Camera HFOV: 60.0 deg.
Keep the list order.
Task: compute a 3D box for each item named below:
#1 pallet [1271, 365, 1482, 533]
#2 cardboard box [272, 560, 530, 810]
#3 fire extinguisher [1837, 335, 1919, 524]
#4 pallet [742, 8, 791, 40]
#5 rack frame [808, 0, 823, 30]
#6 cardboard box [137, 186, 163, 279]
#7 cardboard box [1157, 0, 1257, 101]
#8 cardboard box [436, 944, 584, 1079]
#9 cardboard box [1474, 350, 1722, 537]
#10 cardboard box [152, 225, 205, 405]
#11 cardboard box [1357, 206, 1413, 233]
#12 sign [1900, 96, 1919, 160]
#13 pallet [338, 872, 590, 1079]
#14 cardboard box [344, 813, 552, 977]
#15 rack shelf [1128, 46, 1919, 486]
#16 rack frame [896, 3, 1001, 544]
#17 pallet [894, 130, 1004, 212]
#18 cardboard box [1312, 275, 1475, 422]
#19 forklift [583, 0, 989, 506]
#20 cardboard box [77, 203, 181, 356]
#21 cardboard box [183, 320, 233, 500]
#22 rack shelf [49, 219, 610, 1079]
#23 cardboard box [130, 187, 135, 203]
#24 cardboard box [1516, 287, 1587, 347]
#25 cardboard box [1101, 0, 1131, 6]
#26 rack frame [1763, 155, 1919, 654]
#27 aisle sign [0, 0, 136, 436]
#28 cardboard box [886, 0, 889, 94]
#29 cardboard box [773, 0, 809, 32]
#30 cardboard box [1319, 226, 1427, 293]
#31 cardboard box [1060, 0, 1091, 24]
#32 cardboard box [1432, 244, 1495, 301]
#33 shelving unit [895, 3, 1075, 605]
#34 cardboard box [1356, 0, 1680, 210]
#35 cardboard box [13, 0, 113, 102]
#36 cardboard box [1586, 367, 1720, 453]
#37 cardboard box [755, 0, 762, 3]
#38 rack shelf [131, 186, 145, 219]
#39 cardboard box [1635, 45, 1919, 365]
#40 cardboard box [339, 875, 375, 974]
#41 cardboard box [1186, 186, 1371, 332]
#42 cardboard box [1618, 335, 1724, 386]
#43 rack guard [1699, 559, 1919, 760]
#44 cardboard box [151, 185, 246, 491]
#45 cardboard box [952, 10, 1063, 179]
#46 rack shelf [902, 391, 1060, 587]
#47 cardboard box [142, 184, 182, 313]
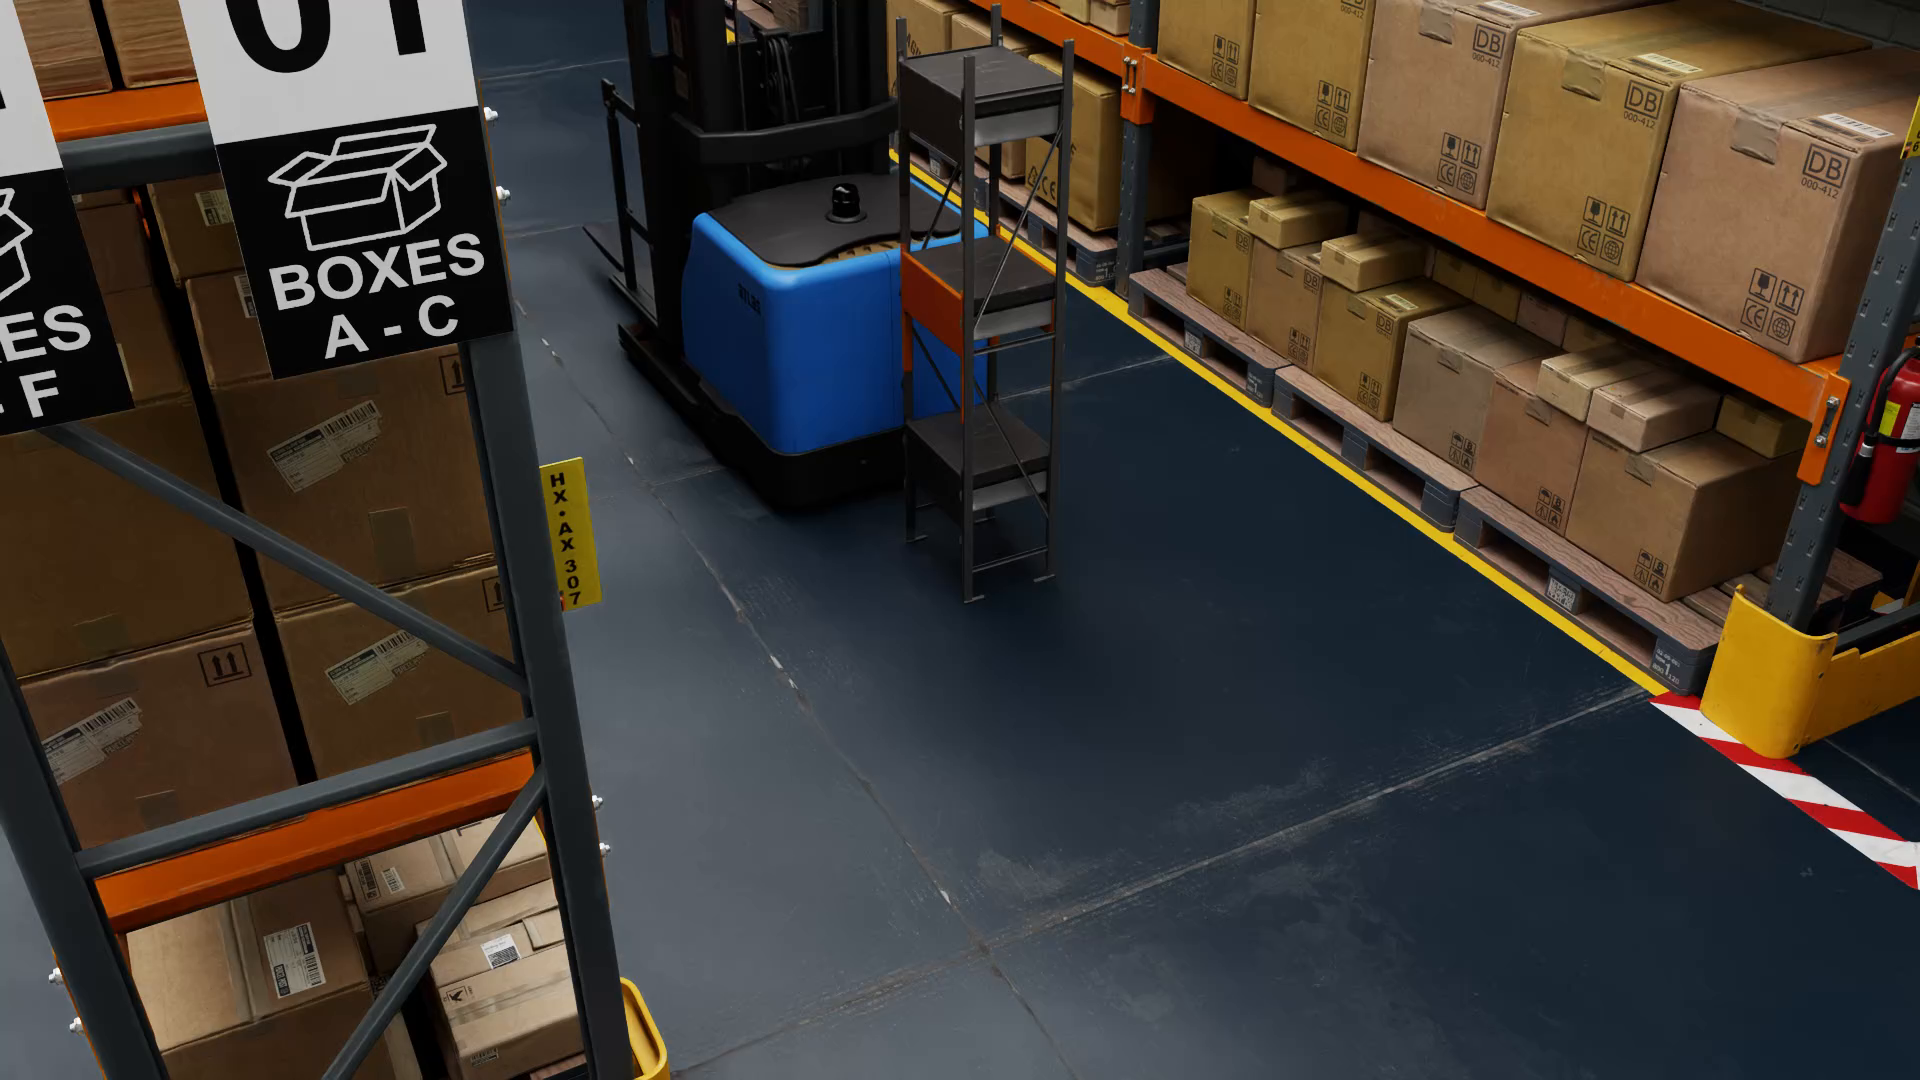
[{"bbox_3d":[2.143,-0.521,7.368,1.003,0.211,1.213,-16,36,-23],"label":"pallet"},{"bbox_3d":[-1.204,0.176,3.603,0.500,0.500,0.500,-15,36,-22],"label":"cardboard box"},{"bbox_3d":[2.812,-0.374,4.971,0.296,0.674,0.183,-16,36,-23],"label":"fire extinguisher"},{"bbox_3d":[-0.943,-3.769,12.437,1.003,0.211,1.213,-16,36,-23],"label":"pallet"},{"bbox_3d":[-0.580,-4.570,11.102,1.000,3.000,0.127,-16,36,-23],"label":"rack frame"},{"bbox_3d":[-2.635,-1.281,5.877,0.500,0.500,0.500,-15,36,-22],"label":"cardboard box"},{"bbox_3d":[1.524,-2.524,7.631,0.980,0.700,0.700,-15,36,-22],"label":"cardboard box"},{"bbox_3d":[-1.121,1.225,4.293,0.380,0.149,0.250,-16,36,-23],"label":"cardboard box"},{"bbox_3d":[2.502,-0.424,6.559,0.700,0.500,0.500,-16,36,-23],"label":"cardboard box"},{"bbox_3d":[-2.152,-0.791,5.111,0.500,0.500,0.500,-15,36,-22],"label":"cardboard box"},{"bbox_3d":[2.022,-1.418,7.510,0.380,0.149,0.250,-17,36,-25],"label":"cardboard box"},{"bbox_3d":[2.664,-1.209,4.564,0.100,0.325,0.005,-16,36,-23],"label":"sign"},{"bbox_3d":[-1.638,1.254,4.598,1.003,0.211,1.213,-16,36,-23],"label":"pallet"},{"bbox_3d":[-1.466,0.899,4.707,0.500,0.250,0.500,-16,36,-23],"label":"cardboard box"},{"bbox_3d":[2.218,-1.404,6.827,1.077,0.370,4.000,-16,36,-23],"label":"rack shelf"},{"bbox_3d":[-0.037,-0.922,6.242,0.400,2.100,0.015,-16,36,-23],"label":"rack frame"},{"bbox_3d":[0.286,-2.419,10.330,1.003,0.211,1.213,-16,36,-23],"label":"pallet"},{"bbox_3d":[2.012,-0.916,7.328,0.700,0.500,0.500,-15,36,-22],"label":"cardboard box"},{"bbox_3d":[-1.010,-2.143,7.378,1.130,2.935,3.031,-17,36,-24],"label":"forklift"},{"bbox_3d":[-1.917,-0.351,3.498,0.500,0.500,0.500,-15,36,-22],"label":"cardboard box"},{"bbox_3d":[-1.681,-0.310,4.360,0.500,0.500,0.500,-16,36,-23],"label":"cardboard box"},{"bbox_3d":[-2.163,-0.156,4.879,1.077,0.370,4.000,-16,36,-23],"label":"rack shelf"},{"bbox_3d":[-2.857,-0.900,5.281,0.500,0.500,0.500,-15,36,-22],"label":"cardboard box"},{"bbox_3d":[2.498,-0.931,6.750,0.380,0.149,0.250,-15,36,-22],"label":"cardboard box"},{"bbox_3d":[0.847,-2.994,8.255,0.500,0.500,0.500,-16,36,-24],"label":"cardboard box"},{"bbox_3d":[3.150,-0.752,5.143,1.000,3.000,0.127,-16,36,-23],"label":"rack frame"},{"bbox_3d":[-1.469,-0.489,2.323,0.394,0.787,0.004,-16,36,-23],"label":"aisle sign"},{"bbox_3d":[-0.353,-3.458,10.970,0.750,0.750,0.750,-16,36,-24],"label":"cardboard box"},{"bbox_3d":[-0.961,-4.033,12.174,0.700,0.500,0.500,-15,36,-22],"label":"cardboard box"},{"bbox_3d":[1.785,-1.217,7.196,0.380,0.149,0.250,-17,36,-24],"label":"cardboard box"},{"bbox_3d":[0.739,-2.768,8.504,0.380,0.149,0.250,-15,36,-22],"label":"cardboard box"},{"bbox_3d":[2.260,-1.174,7.129,0.380,0.149,0.250,-17,36,-24],"label":"cardboard box"},{"bbox_3d":[0.077,-0.805,6.060,0.431,2.100,0.503,-16,36,-23],"label":"shelving unit"},{"bbox_3d":[2.207,-1.830,6.547,0.980,0.700,0.700,-18,37,-25],"label":"cardboard box"},{"bbox_3d":[-1.703,-0.883,2.706,0.500,0.250,0.500,-16,36,-23],"label":"cardboard box"},{"bbox_3d":[2.514,-0.474,6.035,0.380,0.149,0.250,-16,36,-24],"label":"cardboard box"},{"bbox_3d":[-1.355,-4.538,12.962,0.700,0.500,0.500,-16,36,-23],"label":"cardboard box"},{"bbox_3d":[-4.028,-2.065,7.859,1.077,0.370,4.000,-16,36,-23],"label":"rack shelf"},{"bbox_3d":[2.904,-1.119,5.438,0.980,0.700,0.700,-14,35,-21],"label":"cardboard box"},{"bbox_3d":[-1.811,1.090,4.487,0.380,0.166,0.250,-16,36,-23],"label":"cardboard box"},{"bbox_3d":[1.543,-1.403,8.086,0.700,0.500,0.500,-15,36,-23],"label":"cardboard box"},{"bbox_3d":[2.734,-0.690,6.374,0.380,0.149,0.250,-16,36,-23],"label":"cardboard box"},{"bbox_3d":[3.162,0.312,5.800,1.175,0.500,0.348,-16,36,-23],"label":"rack guard"},{"bbox_3d":[-1.454,-0.493,3.719,0.500,0.500,0.500,-15,36,-23],"label":"cardboard box"},{"bbox_3d":[0.450,-2.633,9.683,0.750,0.750,0.750,-15,35,-22],"label":"cardboard box"},{"bbox_3d":[0.077,-0.204,6.445,0.431,0.518,0.480,-16,36,-23],"label":"rack shelf"},{"bbox_3d":[-1.921,-0.975,4.472,0.500,0.500,0.500,-16,36,-24],"label":"cardboard box"}]
